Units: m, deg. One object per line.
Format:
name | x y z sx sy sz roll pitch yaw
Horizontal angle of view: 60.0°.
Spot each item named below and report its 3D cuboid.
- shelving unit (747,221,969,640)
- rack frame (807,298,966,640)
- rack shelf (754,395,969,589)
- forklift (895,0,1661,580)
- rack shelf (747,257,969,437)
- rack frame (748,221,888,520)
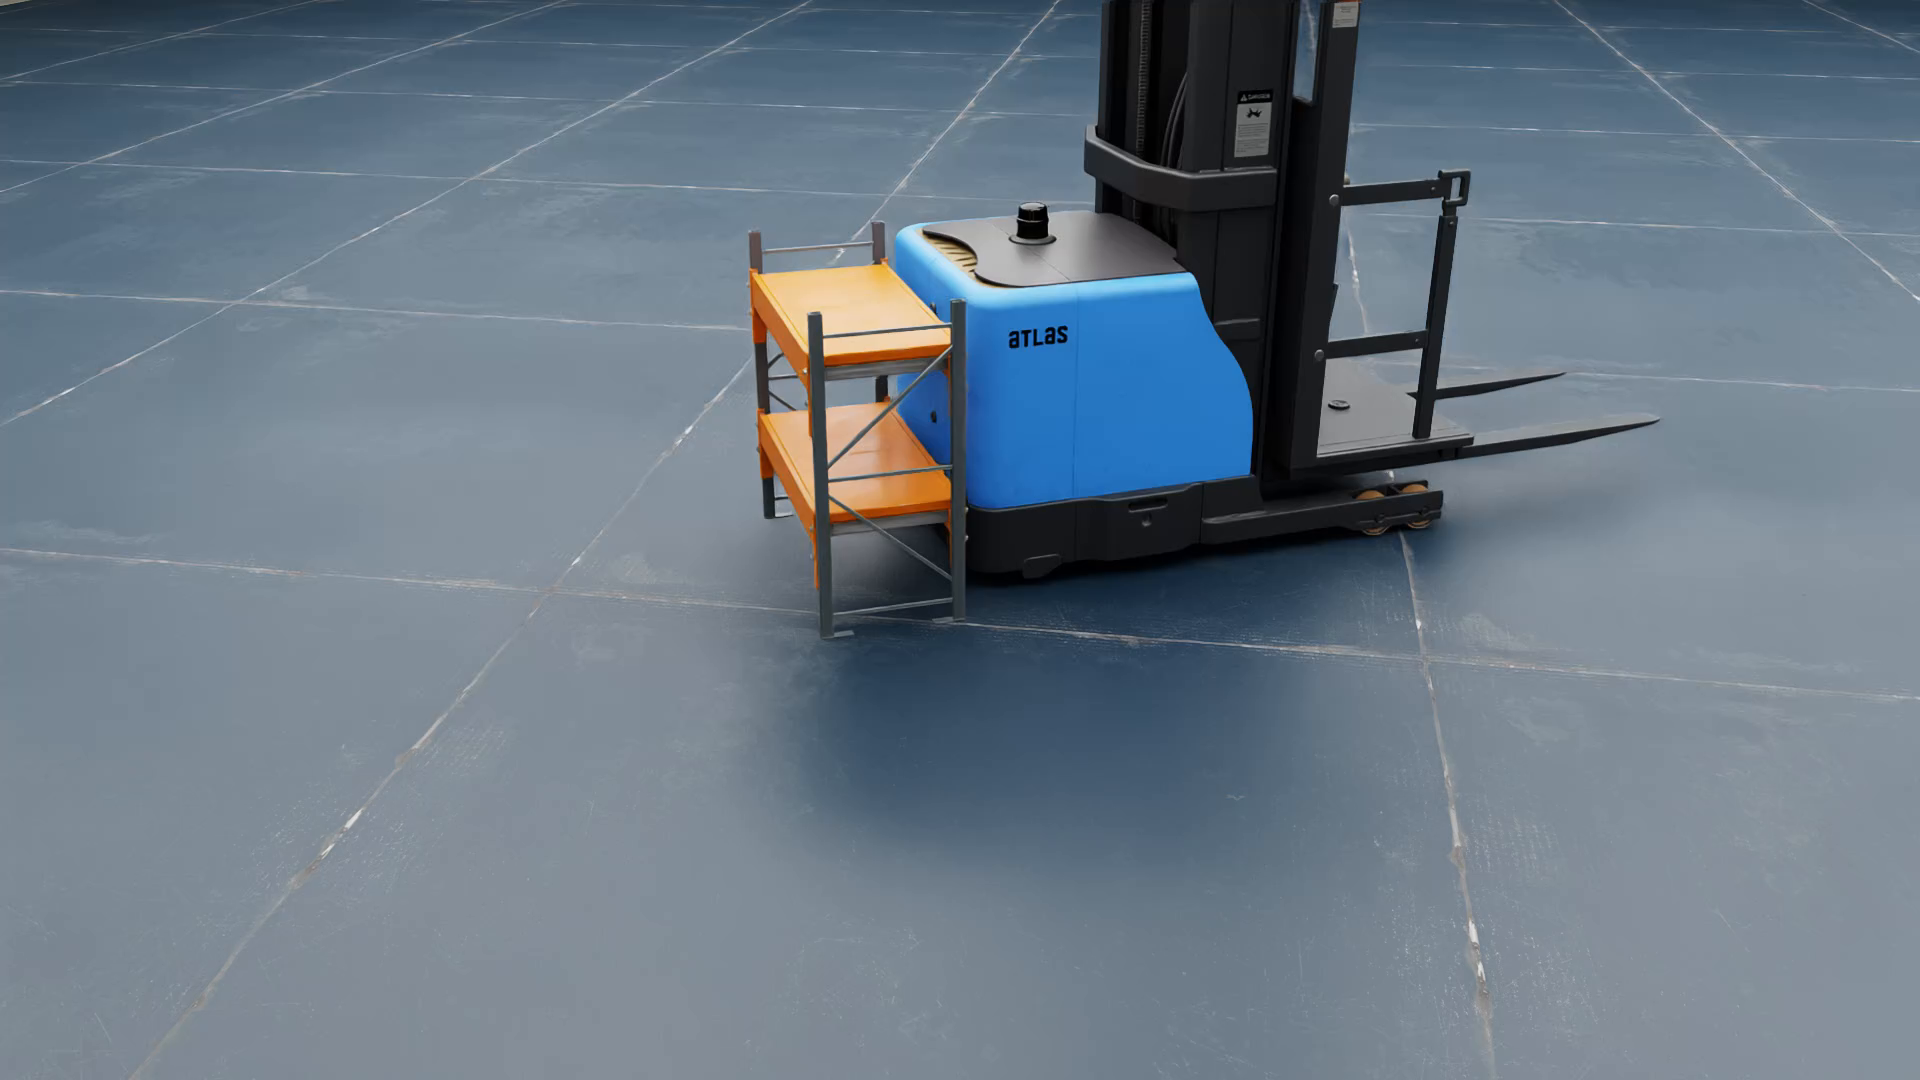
shelving unit | -0.372 -0.418 5.816 0.538 1.125 1.048 -7 26 -15
rack frame | -0.225 -0.212 5.375 0.500 1.125 0.032 -7 26 -15
rack shelf | -0.372 -0.197 5.920 0.538 0.278 1.000 -7 26 -15
forklift | 1.316 -1.547 6.099 3.031 2.935 1.130 -8 26 -17
rack shelf | -0.372 -0.683 5.692 0.538 0.278 1.000 -7 26 -15
rack frame | -0.519 -0.624 6.257 0.500 1.125 0.032 -7 26 -15
